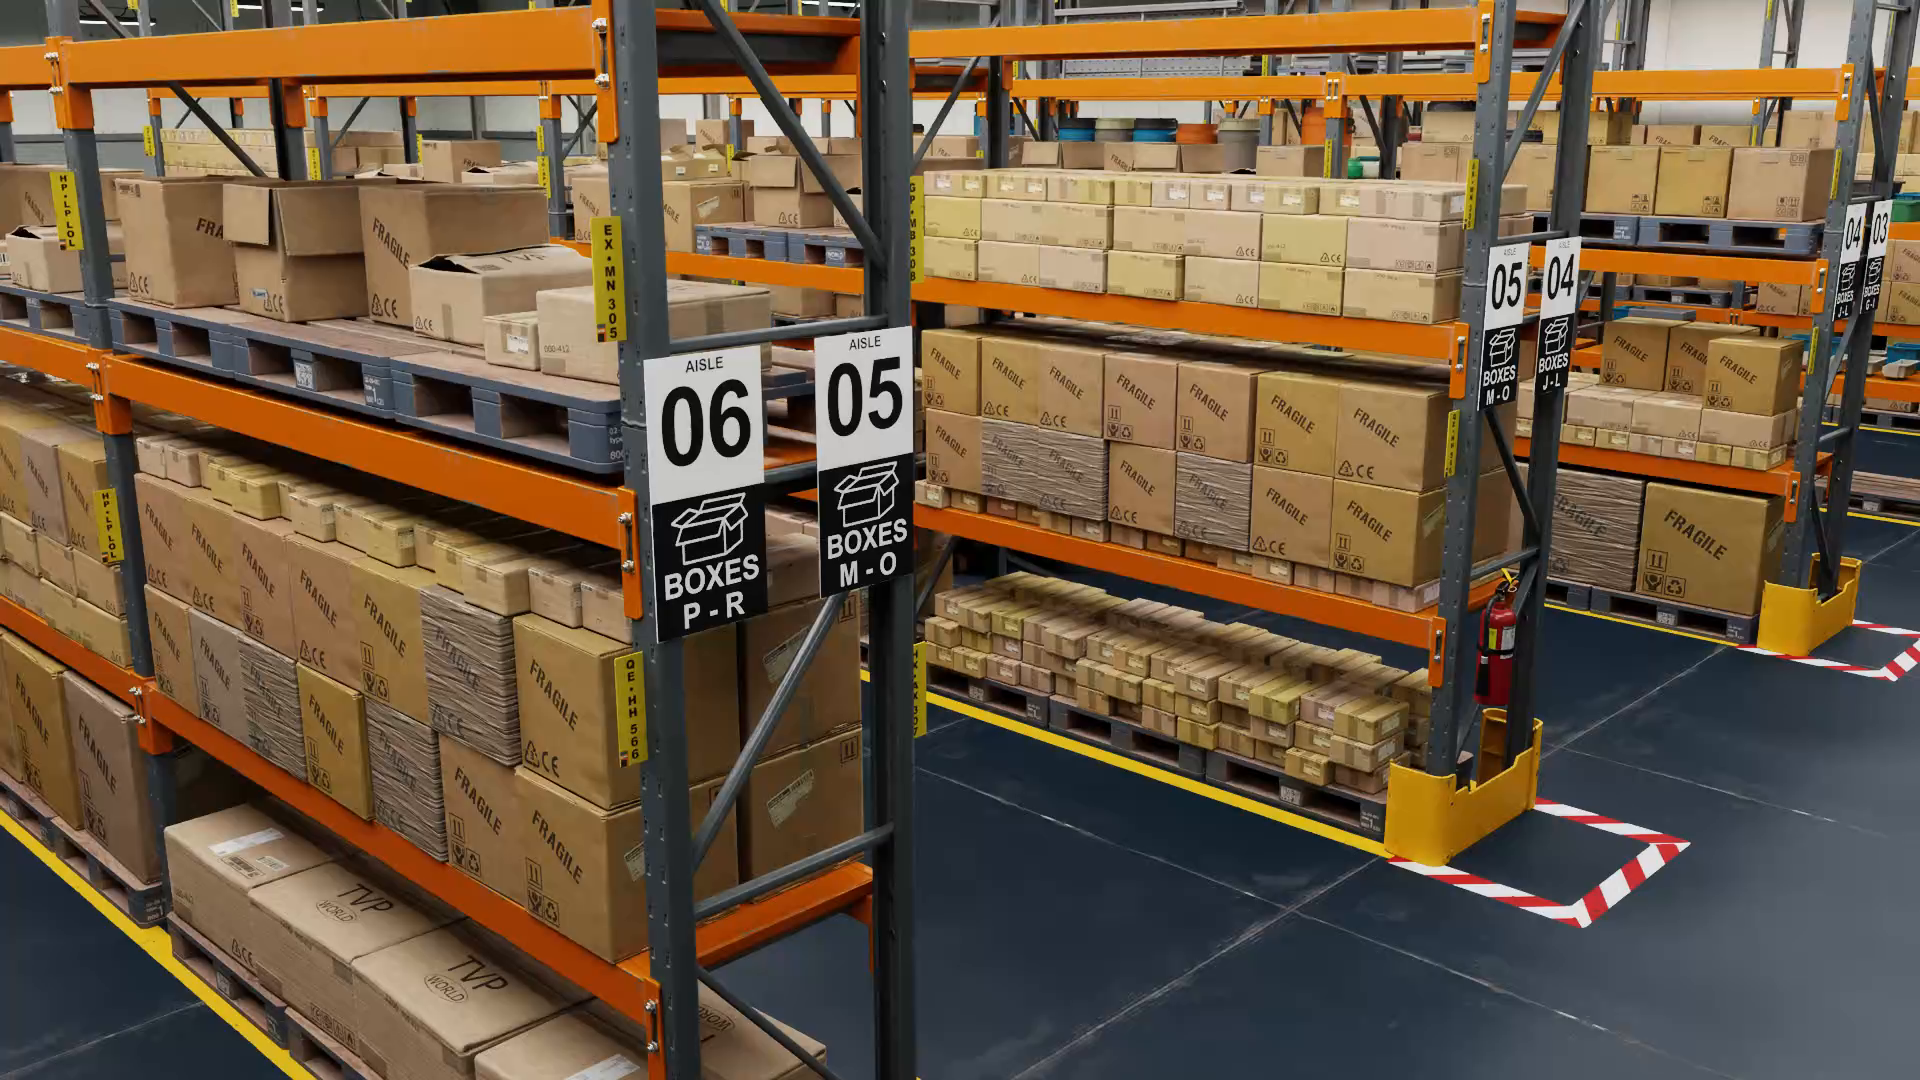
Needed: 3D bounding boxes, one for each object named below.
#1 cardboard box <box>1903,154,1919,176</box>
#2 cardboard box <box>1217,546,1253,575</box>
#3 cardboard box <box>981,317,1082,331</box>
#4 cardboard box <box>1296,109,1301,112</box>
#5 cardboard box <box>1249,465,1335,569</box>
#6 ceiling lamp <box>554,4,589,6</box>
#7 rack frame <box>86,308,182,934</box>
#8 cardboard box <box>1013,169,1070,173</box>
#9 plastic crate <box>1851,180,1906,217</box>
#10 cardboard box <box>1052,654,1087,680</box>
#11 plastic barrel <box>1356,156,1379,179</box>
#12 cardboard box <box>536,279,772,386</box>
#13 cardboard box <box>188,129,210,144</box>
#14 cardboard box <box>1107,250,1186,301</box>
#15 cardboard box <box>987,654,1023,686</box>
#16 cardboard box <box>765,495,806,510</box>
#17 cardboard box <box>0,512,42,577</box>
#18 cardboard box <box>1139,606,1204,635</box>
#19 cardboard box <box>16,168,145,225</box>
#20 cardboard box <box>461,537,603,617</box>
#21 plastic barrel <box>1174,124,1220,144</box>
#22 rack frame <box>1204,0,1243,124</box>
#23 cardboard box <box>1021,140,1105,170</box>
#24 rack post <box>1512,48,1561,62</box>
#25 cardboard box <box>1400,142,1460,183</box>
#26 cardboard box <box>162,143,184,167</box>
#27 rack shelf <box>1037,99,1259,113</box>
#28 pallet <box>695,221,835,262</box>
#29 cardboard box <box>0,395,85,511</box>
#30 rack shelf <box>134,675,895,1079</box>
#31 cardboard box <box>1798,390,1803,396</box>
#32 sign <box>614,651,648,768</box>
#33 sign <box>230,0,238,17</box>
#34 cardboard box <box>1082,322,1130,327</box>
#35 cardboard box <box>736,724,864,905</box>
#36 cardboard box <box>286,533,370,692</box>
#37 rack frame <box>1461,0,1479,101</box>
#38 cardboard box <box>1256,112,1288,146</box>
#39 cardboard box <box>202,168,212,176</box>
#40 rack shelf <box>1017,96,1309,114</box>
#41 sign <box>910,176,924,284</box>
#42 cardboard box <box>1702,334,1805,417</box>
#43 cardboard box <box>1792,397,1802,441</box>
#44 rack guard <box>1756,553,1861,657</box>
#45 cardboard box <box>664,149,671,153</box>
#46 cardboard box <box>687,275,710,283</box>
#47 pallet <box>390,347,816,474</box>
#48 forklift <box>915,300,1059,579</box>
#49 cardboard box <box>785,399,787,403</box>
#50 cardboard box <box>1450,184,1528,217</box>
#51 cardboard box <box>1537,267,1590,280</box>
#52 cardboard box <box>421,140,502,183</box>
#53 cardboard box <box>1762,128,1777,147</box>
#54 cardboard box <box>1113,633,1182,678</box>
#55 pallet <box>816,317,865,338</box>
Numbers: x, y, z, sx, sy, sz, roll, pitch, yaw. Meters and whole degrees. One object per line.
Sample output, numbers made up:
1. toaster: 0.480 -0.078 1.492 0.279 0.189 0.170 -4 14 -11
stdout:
1. cardboard box: 11.590 -4.464 19.792 0.500 0.250 0.500 14 20 42
2. cardboard box: 1.681 0.075 9.513 0.250 0.149 0.380 13 19 40
3. cardboard box: 0.472 -1.201 11.139 0.500 0.500 0.500 13 19 40
4. cardboard box: 6.725 -7.930 31.566 0.500 0.500 0.500 14 20 42
5. cardboard box: 1.956 -0.173 9.178 0.500 0.500 0.500 13 20 41
6. ceiling lamp: -9.459 -14.080 39.862 0.800 3.185 2.000 14 20 42
7. rack frame: -3.418 0.358 7.926 0.127 3.000 1.000 14 20 42
8. cardboard box: 0.558 -2.322 10.779 0.380 0.149 0.250 -14 20 -43
9. plastic crate: 8.869 -3.378 16.441 0.767 0.338 0.504 14 20 42
10. cardboard box: 0.803 0.760 10.615 0.380 0.149 0.250 -13 20 -42
11. plastic barrel: 4.893 -4.466 19.935 0.301 0.262 0.301 0 15 0
12. cardboard box: -0.925 -0.635 5.054 0.500 0.250 0.500 11 18 37
13. cardboard box: -8.128 -4.376 18.033 0.250 0.149 0.380 14 20 43
14. cardboard box: 1.197 -1.535 9.541 0.500 0.250 0.500 -13 20 -42
15. cardboard box: 0.391 0.821 10.971 0.250 0.149 0.380 14 20 42
16. cardboard box: -1.517 -0.181 12.634 0.500 0.250 0.500 13 19 40
17. cardboard box: -4.646 -0.020 8.683 0.500 0.250 0.500 -14 20 -43
18. cardboard box: 1.372 0.560 10.791 0.250 0.149 0.380 13 19 40
19. cardboard box: -4.827 -1.789 9.187 0.500 0.500 0.500 14 20 43
20. cardboard box: -1.379 0.116 5.389 0.250 0.149 0.380 13 20 42
21. plastic barrel: 3.108 -4.997 21.676 0.708 0.830 0.600 14 20 42
22. rack frame: 5.137 -9.141 32.485 0.127 3.000 1.000 14 20 42
23. cardboard box: 1.071 -3.752 16.713 0.797 0.503 0.637 -13 19 -41
24. rack post: 6.314 -5.359 18.121 0.954 0.300 0.937 13 20 41
25. cardboard box: 4.066 -3.066 13.890 0.500 0.500 0.700 12 19 39
26. cardboard box: -8.524 -4.302 18.537 0.500 0.250 0.500 14 20 42
27. rack shelf: 3.141 -7.350 27.830 4.000 0.370 1.077 14 20 42
28. pallet: -1.174 -2.227 12.271 1.003 0.211 1.213 14 20 42
29. cardboard box: -5.025 -0.476 8.947 0.500 0.500 0.500 14 20 43
30. rack shelf: -1.978 1.056 6.674 4.000 0.370 1.077 14 20 42
31. cardboard box: 10.947 -2.193 21.803 0.500 0.500 0.500 14 20 42
32. sign: -0.925 0.479 4.695 0.005 0.325 0.100 14 20 42
33. sign: -8.306 -6.148 18.987 0.005 0.325 0.100 14 20 42
34. cardboard box: 1.487 -1.876 16.301 0.500 0.500 0.500 13 20 41
35. cardboard box: -0.684 0.874 5.749 0.500 0.500 0.500 13 20 42
36. cardboard box: -2.161 0.223 6.263 0.500 0.500 0.500 13 20 42
37. rack frame: 7.460 -6.841 23.658 0.127 3.000 1.000 14 20 42
38. cardboard box: 4.997 -6.468 26.153 0.500 0.500 0.500 14 20 43
39. cardboard box: -7.942 -3.945 17.959 0.250 0.149 0.380 14 20 42
40. rack shelf: 2.580 -5.751 21.695 4.000 0.370 1.077 14 20 42
41. sign: -0.149 -0.954 5.124 0.005 0.325 0.100 14 20 42
42. cardboard box: 5.807 -1.212 12.174 0.500 0.500 0.500 14 20 43
43. cardboard box: 6.182 -0.945 12.635 0.500 0.250 0.500 13 19 41
44. rack guard: 6.358 0.473 12.442 0.348 0.500 1.175 14 20 42
45. cardboard box: -2.462 -3.105 13.551 0.258 0.266 0.396 14 20 42
46. cardboard box: -2.915 -3.217 20.859 0.500 0.500 0.875 14 20 42
47. pallet: -1.079 -0.478 5.363 1.213 0.211 1.003 14 20 42
48. forklift: 0.289 -1.264 14.289 1.130 2.935 3.031 -8 17 -28
49. cardboard box: -1.045 -0.954 12.039 0.250 0.149 0.380 13 19 40
50. cardboard box: 2.750 -1.770 8.659 0.250 0.149 0.380 13 20 42
51. cardboard box: 8.518 -3.905 23.257 0.700 0.500 0.500 -10 18 -34
52. cardboard box: -4.380 -3.263 14.645 0.500 0.500 0.500 14 20 42
53. cardboard box: 12.772 -6.110 25.732 0.500 0.500 0.700 13 20 41
54. cardboard box: 1.157 0.707 10.231 0.250 0.149 0.380 14 20 42
55. pallet: -0.872 -2.387 18.842 1.213 0.211 1.003 14 20 42
